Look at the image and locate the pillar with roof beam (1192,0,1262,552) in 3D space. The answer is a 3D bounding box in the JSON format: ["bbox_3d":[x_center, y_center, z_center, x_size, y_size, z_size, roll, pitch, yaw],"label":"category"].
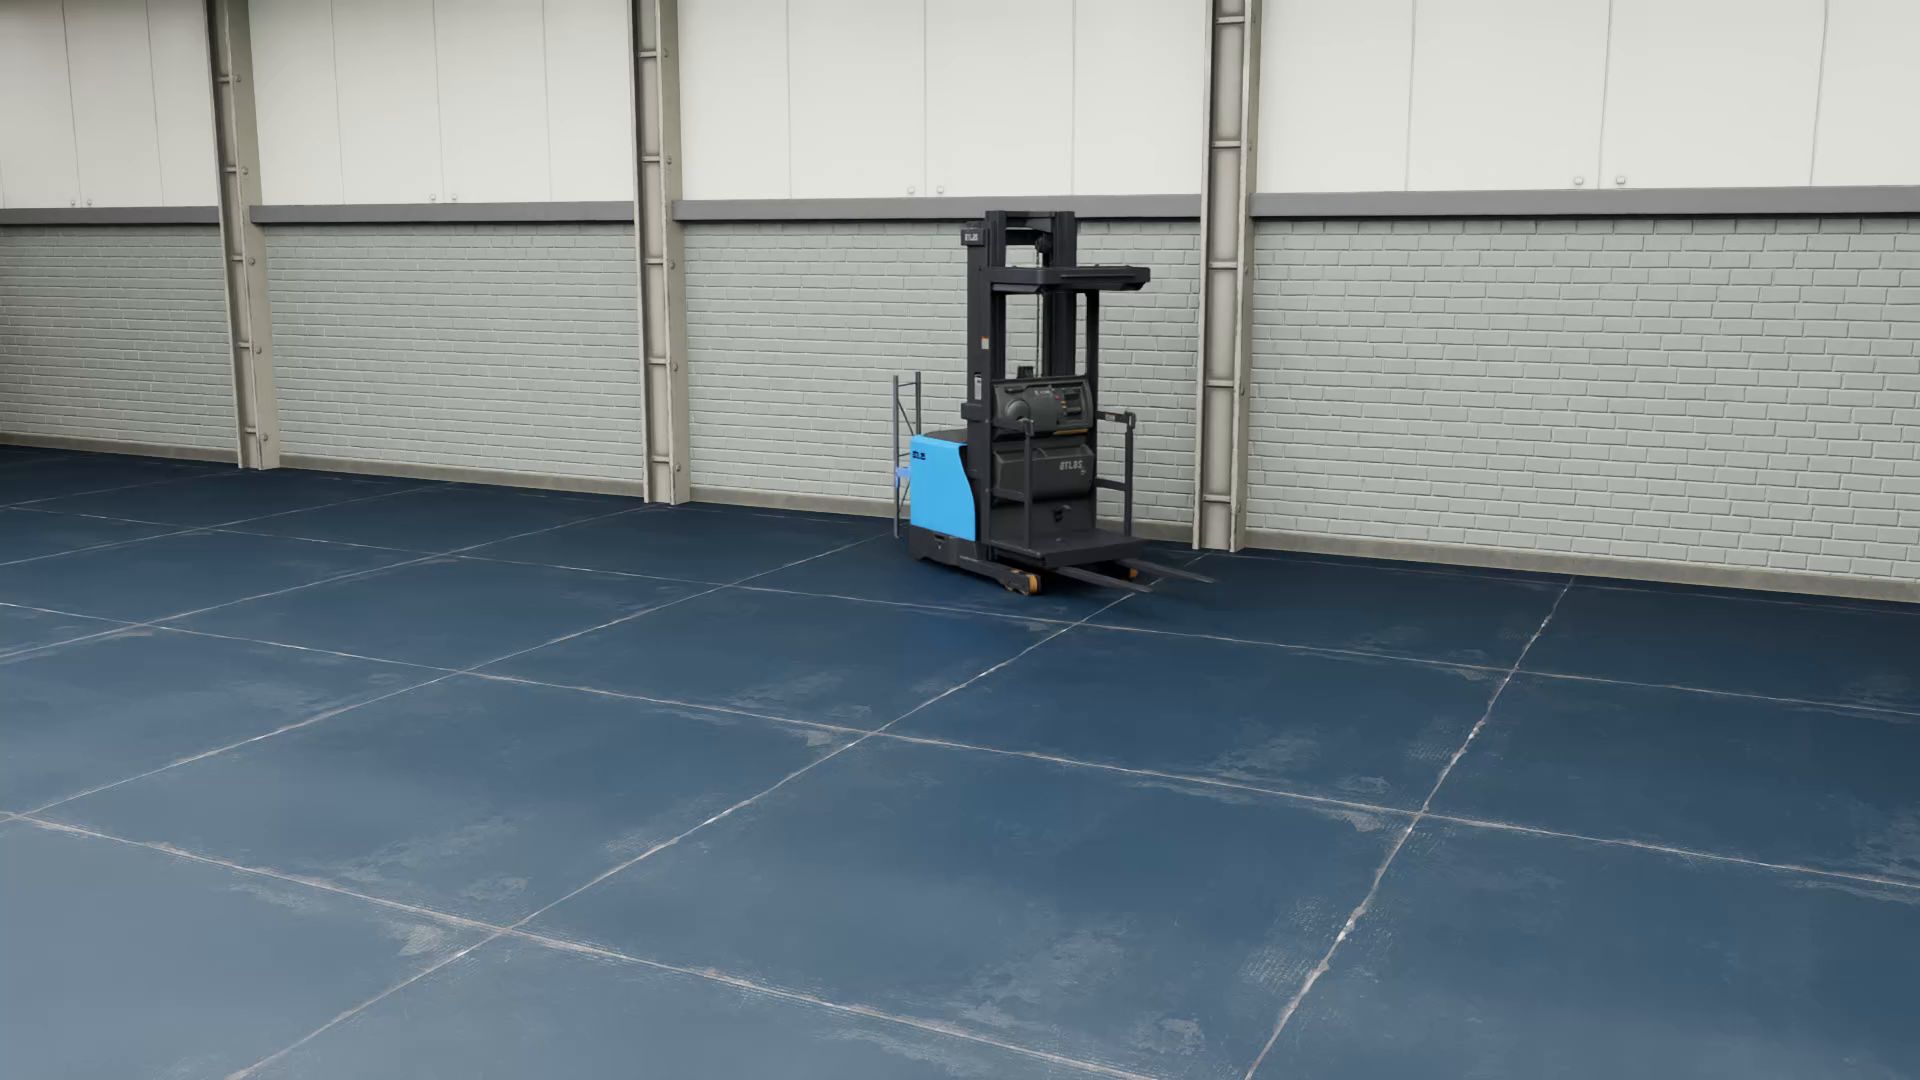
[{"bbox_3d":[0.407,-3.673,10.257,0.400,9.000,9.100,5,11,26],"label":"pillar with roof beam"}]

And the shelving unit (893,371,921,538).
[{"bbox_3d":[-0.026,-0.757,15.202,1.048,1.500,0.538,5,11,25],"label":"shelving unit"}]

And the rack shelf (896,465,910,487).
[{"bbox_3d":[-0.026,-0.580,15.234,1.000,0.185,0.538,5,11,25],"label":"rack shelf"}]

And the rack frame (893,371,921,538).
[{"bbox_3d":[-0.486,-0.795,15.414,0.032,1.500,0.500,5,11,25],"label":"rack frame"}]

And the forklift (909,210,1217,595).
[{"bbox_3d":[0.790,-1.110,13.133,1.130,2.935,3.031,-7,12,-33],"label":"forklift"}]

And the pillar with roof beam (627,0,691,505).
[{"bbox_3d":[-4.974,-4.146,12.869,0.400,9.000,9.100,5,11,26],"label":"pillar with roof beam"}]

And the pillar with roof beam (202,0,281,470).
[{"bbox_3d":[-10.354,-4.619,15.482,0.400,9.000,9.100,5,11,26],"label":"pillar with roof beam"}]
